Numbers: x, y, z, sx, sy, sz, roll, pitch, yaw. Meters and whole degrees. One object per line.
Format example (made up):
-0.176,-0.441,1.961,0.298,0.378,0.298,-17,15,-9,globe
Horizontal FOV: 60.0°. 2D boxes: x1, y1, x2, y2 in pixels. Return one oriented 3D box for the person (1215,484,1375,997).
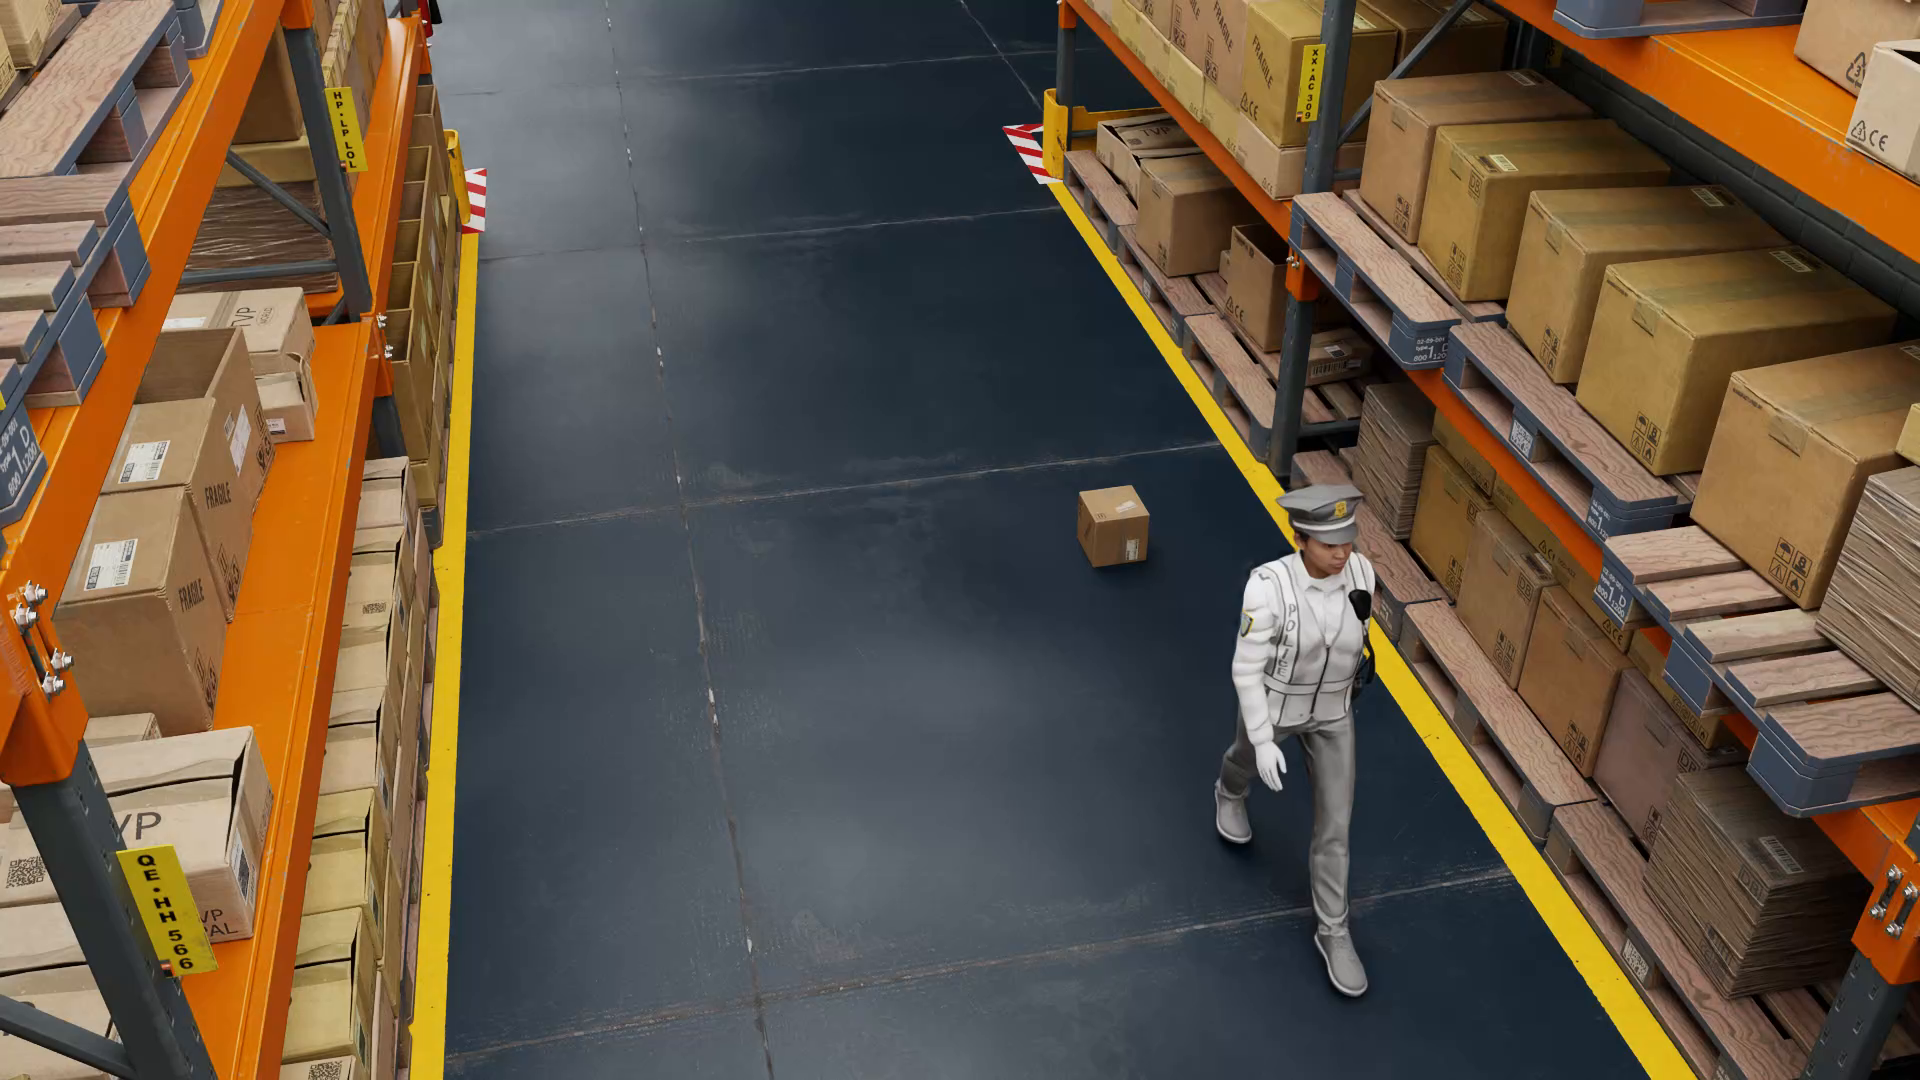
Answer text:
1.094,0.549,5.295,0.498,1.624,1.009,-6,35,-8,person
